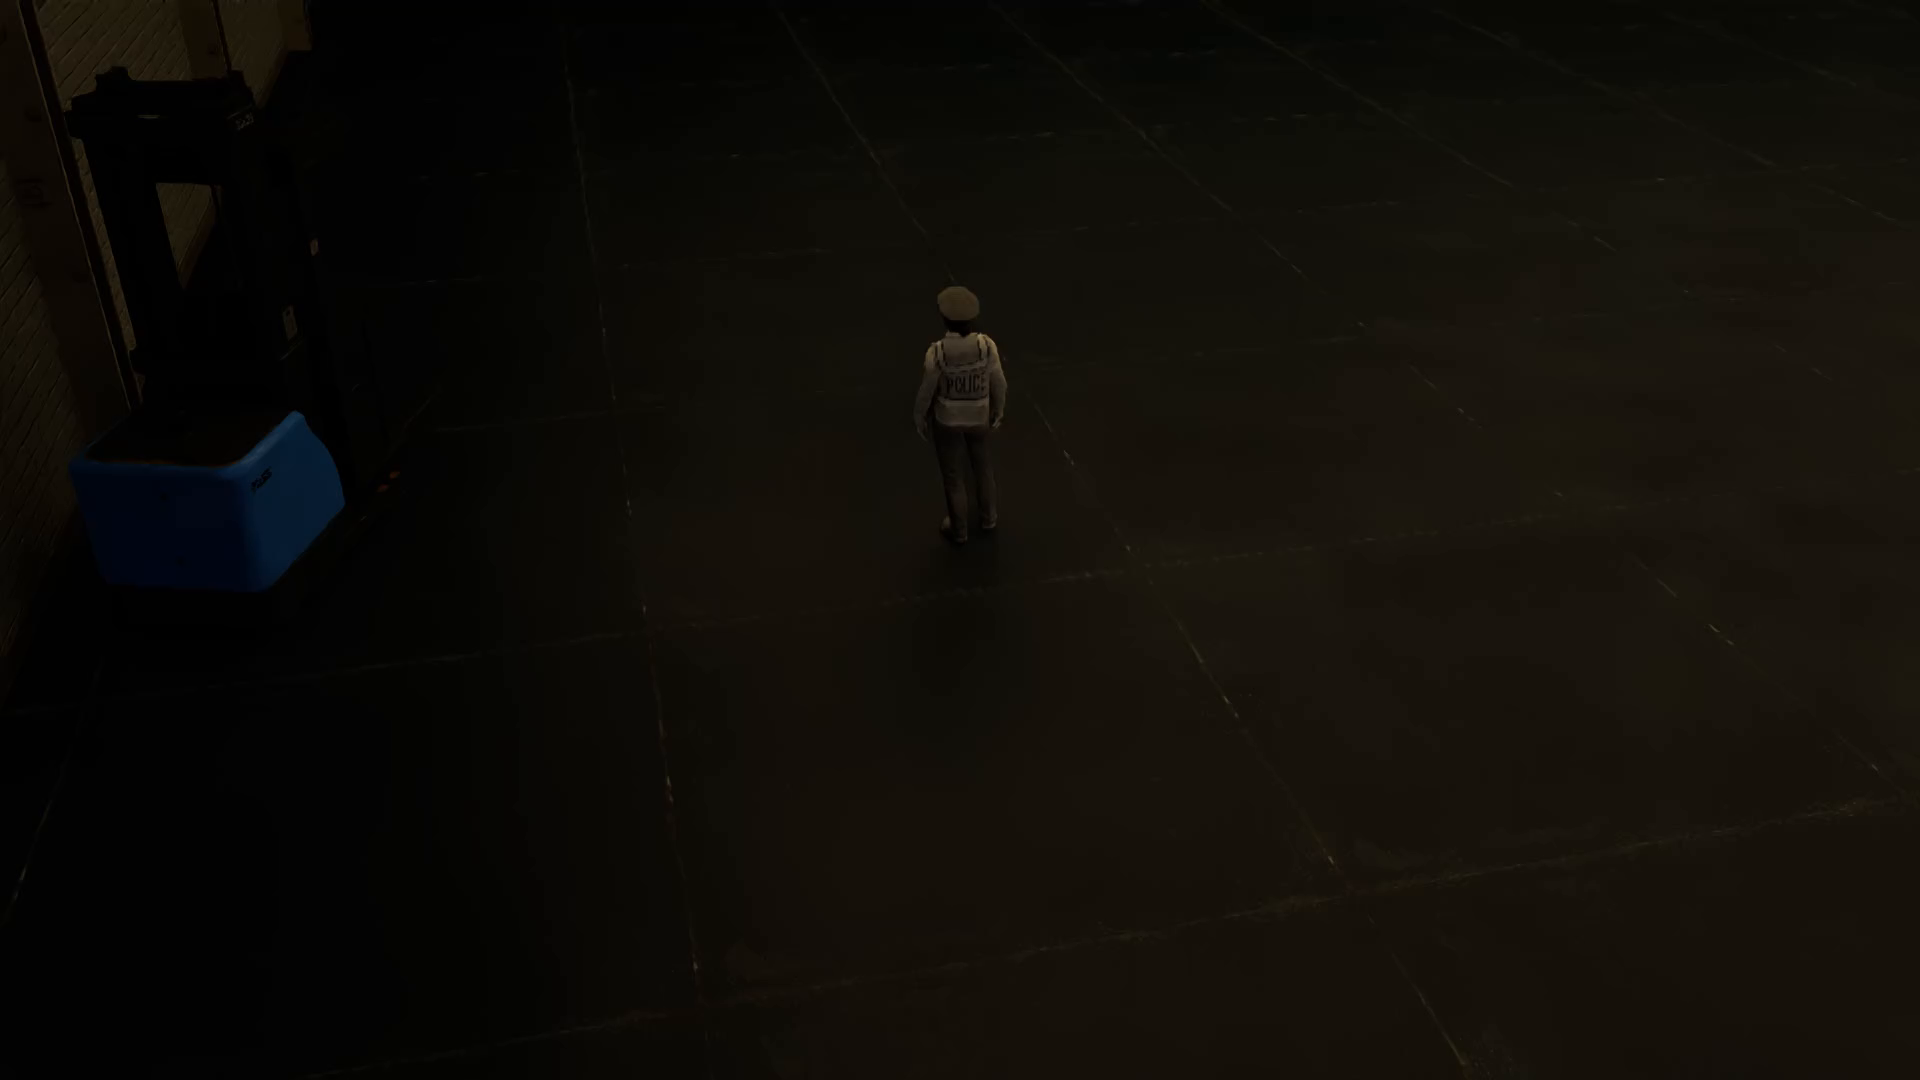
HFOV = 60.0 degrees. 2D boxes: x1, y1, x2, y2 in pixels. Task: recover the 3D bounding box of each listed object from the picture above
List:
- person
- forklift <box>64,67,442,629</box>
[{"bbox_3d":[-0.009,-0.774,10.130,0.586,1.695,0.533,-7,31,-12],"label":"person"},{"bbox_3d":[-4.247,-1.474,10.120,1.130,2.935,3.031,3,30,6],"label":"forklift"}]
